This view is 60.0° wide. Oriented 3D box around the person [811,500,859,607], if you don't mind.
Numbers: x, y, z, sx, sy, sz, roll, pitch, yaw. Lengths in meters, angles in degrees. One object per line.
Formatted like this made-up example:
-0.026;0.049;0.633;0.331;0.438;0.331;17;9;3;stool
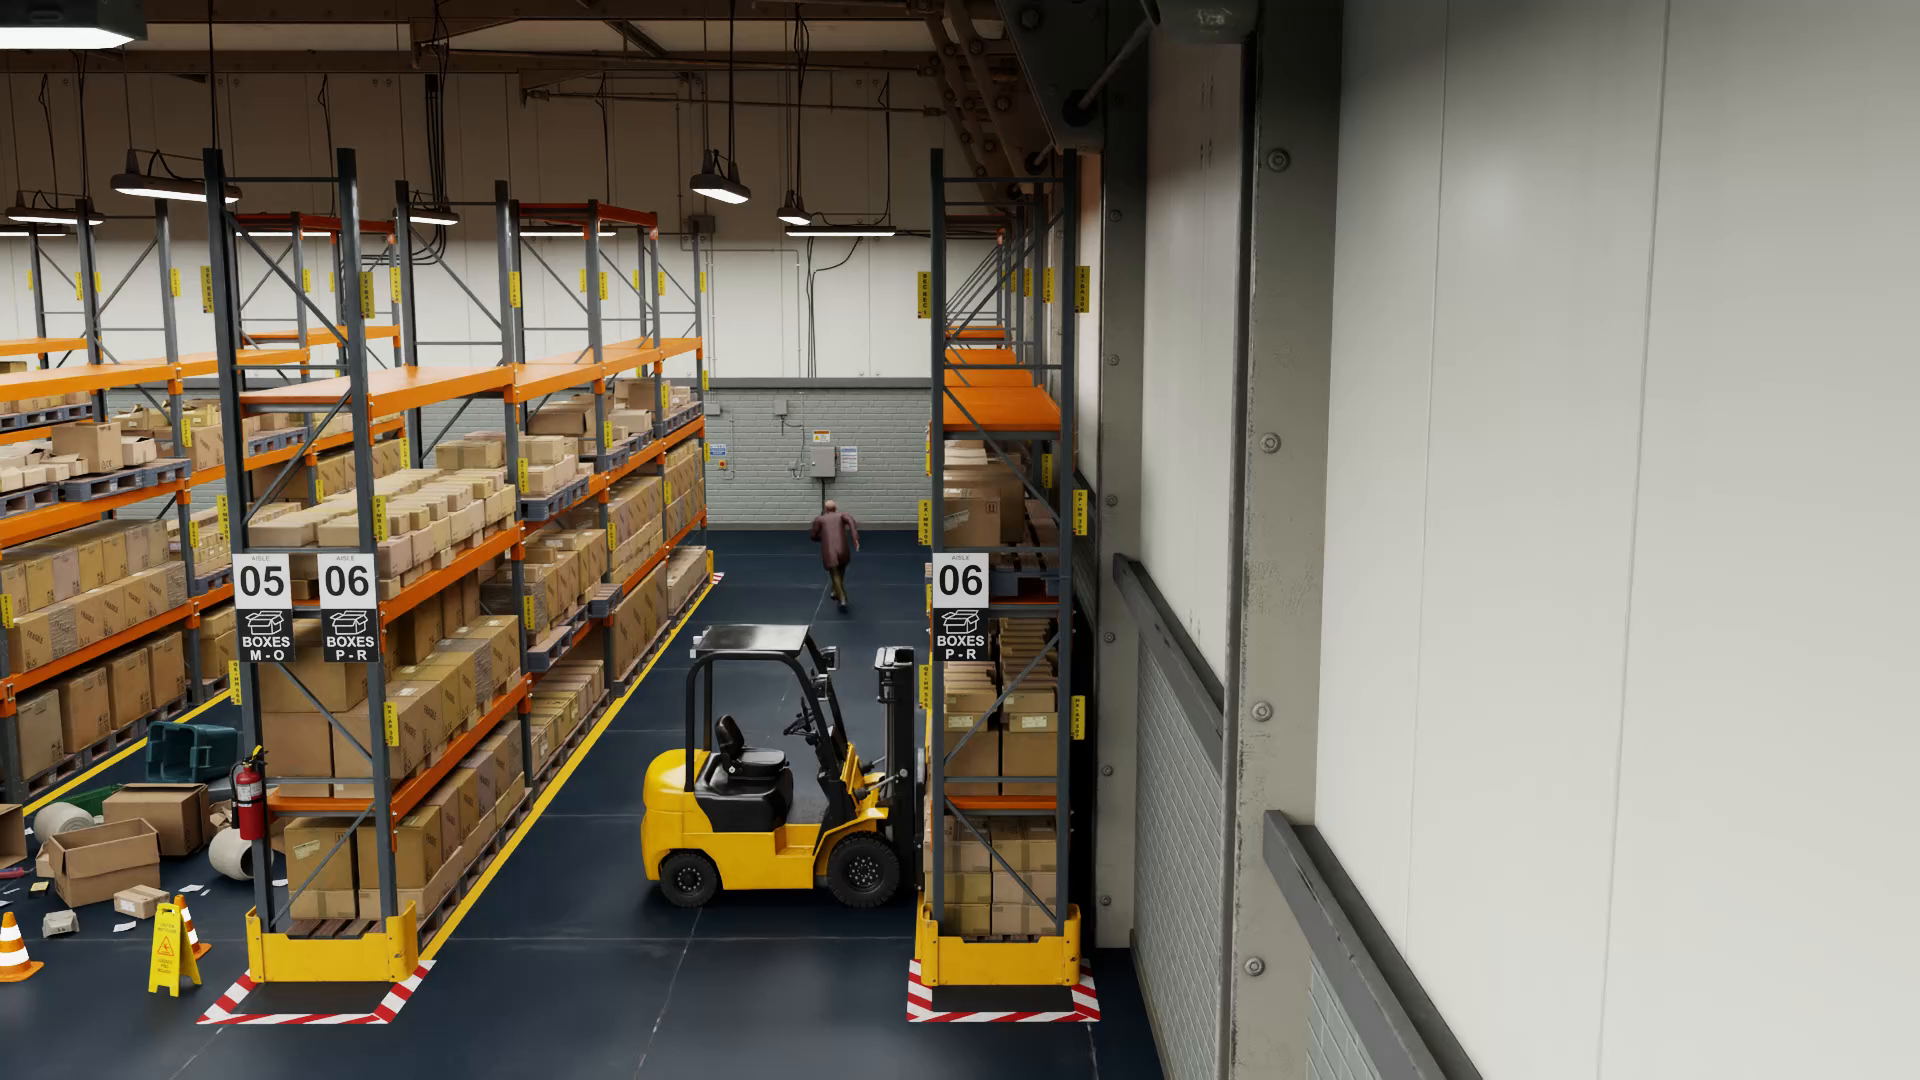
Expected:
-1.944;0.221;25.909;0.725;1.593;1.189;-1;9;-9;person
